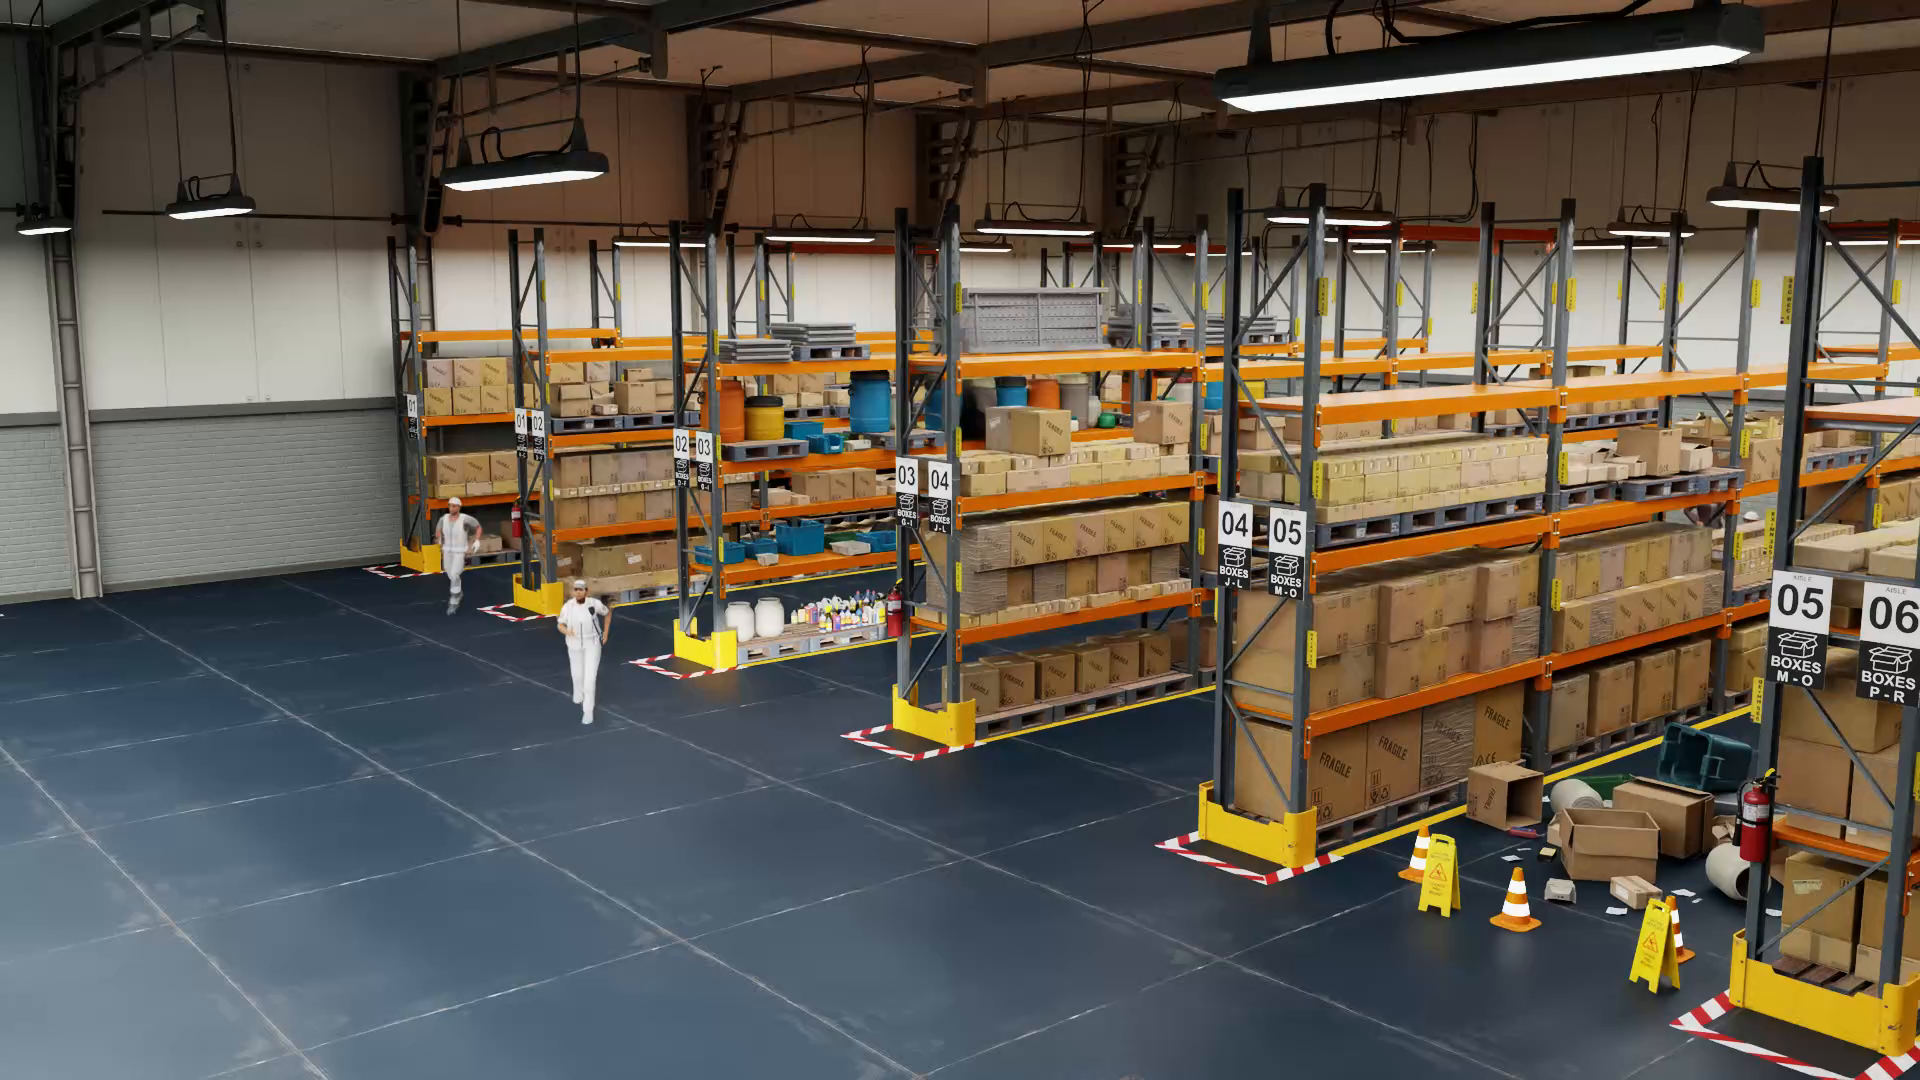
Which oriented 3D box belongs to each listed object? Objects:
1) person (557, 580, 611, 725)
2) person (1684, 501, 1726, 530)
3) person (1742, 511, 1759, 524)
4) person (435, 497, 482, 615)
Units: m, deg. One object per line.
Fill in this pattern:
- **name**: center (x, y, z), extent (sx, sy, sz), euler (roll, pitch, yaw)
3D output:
- **person**: center (-4.510, 1.295, 20.007), extent (0.615, 1.677, 0.934), euler (-1, 9, -4)
- **person**: center (13.249, -0.186, 29.377), extent (0.715, 1.734, 0.666), euler (-3, 9, -17)
- **person**: center (12.047, 0.429, 25.356), extent (0.855, 1.760, 0.710), euler (-6, 10, -33)
- **person**: center (-7.992, 0.222, 26.447), extent (0.696, 1.840, 0.803), euler (2, 9, 10)
